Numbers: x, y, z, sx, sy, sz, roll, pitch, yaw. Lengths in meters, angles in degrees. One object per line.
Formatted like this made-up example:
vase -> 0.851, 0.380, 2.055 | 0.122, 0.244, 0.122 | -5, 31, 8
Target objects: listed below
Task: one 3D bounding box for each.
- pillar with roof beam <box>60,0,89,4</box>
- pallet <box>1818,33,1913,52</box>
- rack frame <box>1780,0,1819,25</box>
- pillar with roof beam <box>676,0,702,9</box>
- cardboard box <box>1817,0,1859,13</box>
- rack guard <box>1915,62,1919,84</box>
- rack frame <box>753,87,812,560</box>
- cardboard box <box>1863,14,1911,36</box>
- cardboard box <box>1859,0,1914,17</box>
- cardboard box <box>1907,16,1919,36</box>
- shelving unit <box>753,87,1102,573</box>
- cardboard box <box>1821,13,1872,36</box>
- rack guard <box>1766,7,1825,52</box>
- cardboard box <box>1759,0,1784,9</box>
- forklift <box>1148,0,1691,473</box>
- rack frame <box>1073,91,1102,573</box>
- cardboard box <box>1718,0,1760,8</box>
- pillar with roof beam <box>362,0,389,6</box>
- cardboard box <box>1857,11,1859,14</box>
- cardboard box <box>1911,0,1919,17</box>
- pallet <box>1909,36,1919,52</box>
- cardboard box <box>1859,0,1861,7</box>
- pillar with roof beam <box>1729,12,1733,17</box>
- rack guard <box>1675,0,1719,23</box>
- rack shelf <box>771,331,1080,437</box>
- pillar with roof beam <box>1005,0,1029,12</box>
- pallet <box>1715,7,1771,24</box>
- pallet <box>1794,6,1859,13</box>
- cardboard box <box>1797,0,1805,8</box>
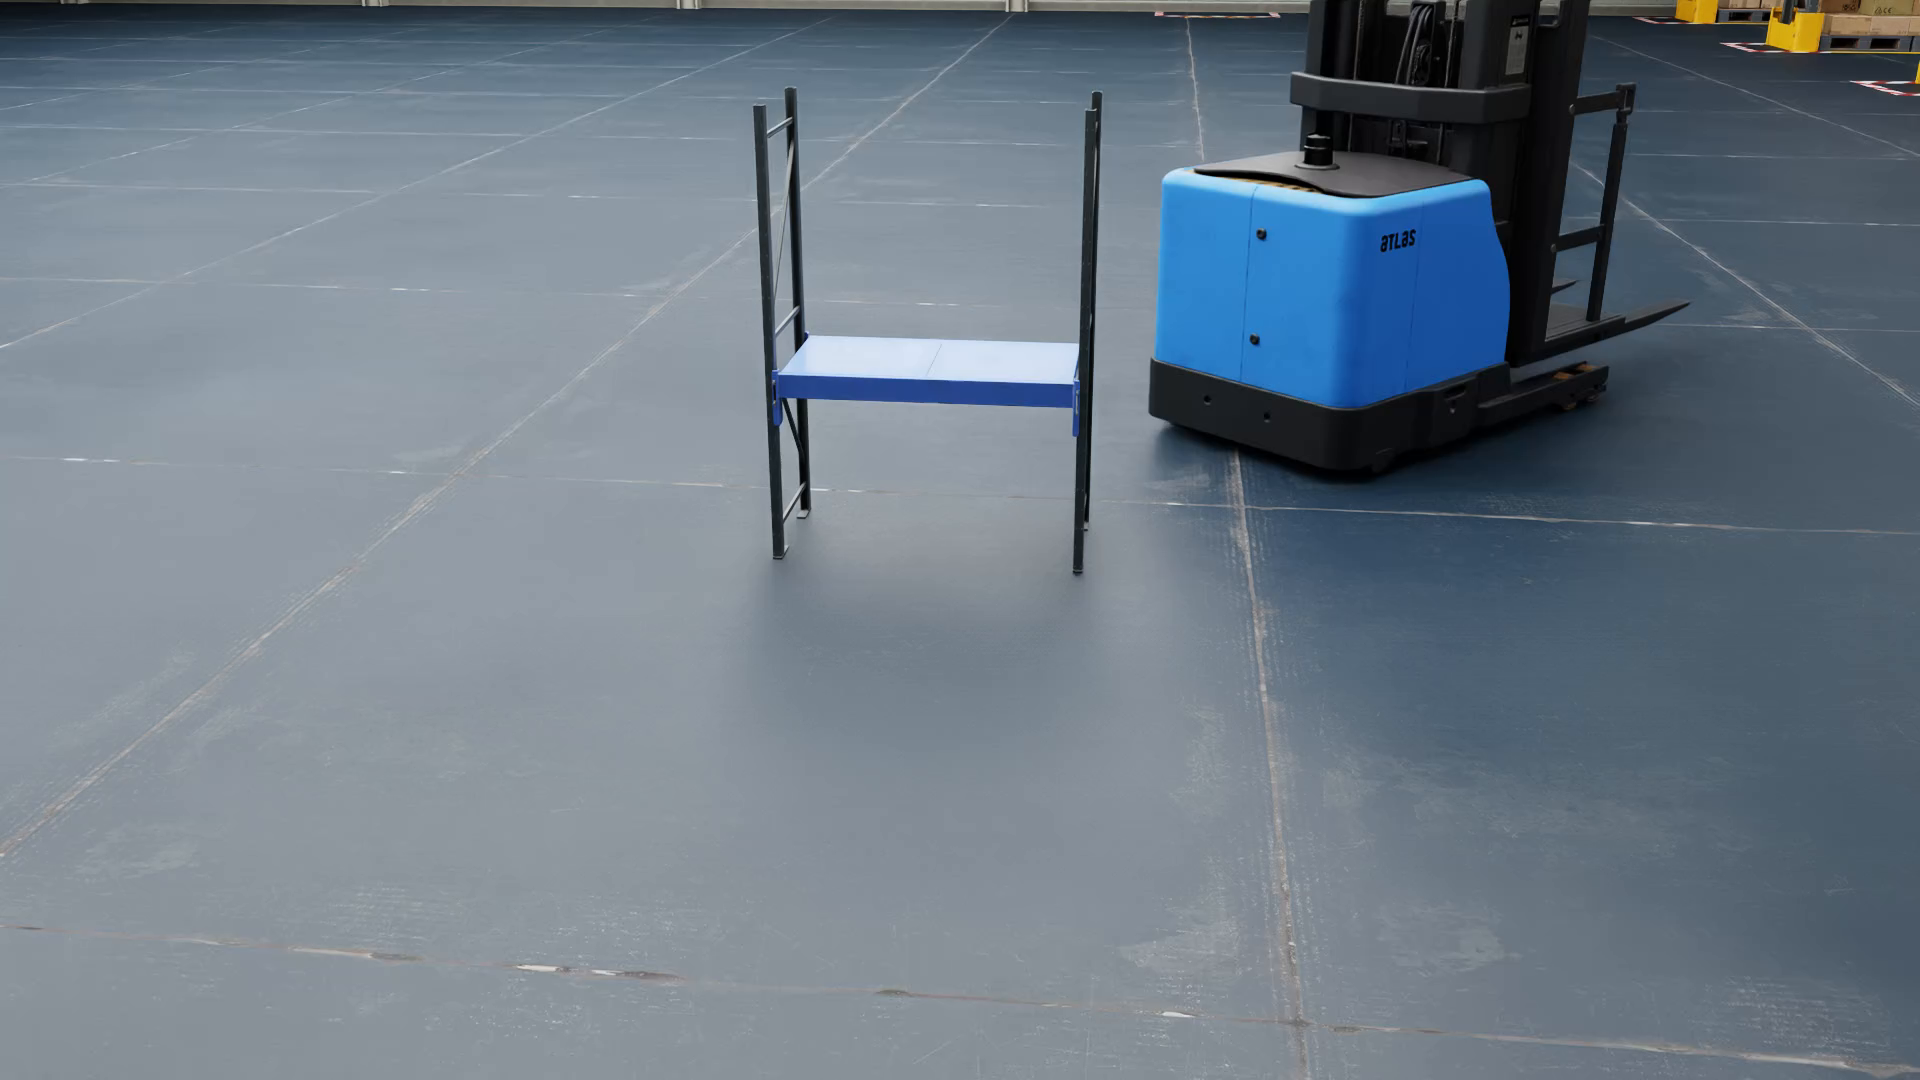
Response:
pillar with roof beam -> -17.358, -12.839, 26.041 | 0.400, 9.000, 9.100 | 2, 22, 6
pallet -> 12.329, -6.914, 23.006 | 1.213, 0.211, 1.003 | 2, 22, 6
rack frame -> 11.564, -8.229, 22.539 | 0.127, 3.000, 1.000 | 2, 22, 6
pillar with roof beam -> -5.441, -12.320, 24.727 | 0.400, 9.000, 9.100 | 2, 22, 6
cardboard box -> 12.132, -7.580, 23.045 | 0.500, 0.500, 0.500 | 2, 22, 6
rack guard -> 11.059, -5.272, 18.459 | 0.348, 0.500, 1.175 | 2, 22, 6
rack frame -> -0.590, -0.723, 5.593 | 0.032, 1.500, 0.500 | 2, 22, 6
cardboard box -> 12.568, -7.021, 22.652 | 0.500, 0.250, 0.500 | 2, 22, 6
cardboard box -> 12.567, -7.369, 22.512 | 0.500, 0.500, 0.500 | 2, 22, 6
cardboard box -> 13.064, -6.999, 22.596 | 0.500, 0.250, 0.500 | 2, 22, 6
shelving unit -> -0.085, -0.701, 5.538 | 1.048, 1.500, 0.538 | 2, 22, 6
cardboard box -> 12.071, -7.041, 22.703 | 0.500, 0.250, 0.500 | 2, 22, 6
rack guard -> 11.541, -7.068, 23.001 | 0.348, 0.500, 1.175 | 2, 22, 6
cardboard box -> 13.386, -8.904, 27.306 | 0.500, 0.311, 0.500 | 4, 22, 11
forklift -> 2.229, -2.053, 7.011 | 3.031, 2.935, 1.130 | -18, 28, -38
rack frame -> 0.420, -0.679, 5.482 | 0.032, 1.500, 0.500 | 2, 22, 6
cardboard box -> 12.820, -8.929, 27.368 | 0.500, 0.311, 0.500 | 0, 22, 0
pillar with roof beam -> -11.399, -12.580, 25.384 | 0.400, 9.000, 9.100 | 2, 22, 6
cardboard box -> 12.630, -7.213, 23.138 | 0.500, 0.250, 0.500 | 2, 22, 6
cardboard box -> 13.066, -7.352, 22.469 | 0.500, 0.500, 0.500 | 2, 22, 6
pallet -> 13.537, -6.861, 22.870 | 1.213, 0.211, 1.003 | 2, 22, 6
cardboard box -> 15.080, -8.937, 27.131 | 0.500, 0.500, 0.500 | 1, 22, 2
pillar with roof beam -> 12.434, -11.541, 22.757 | 0.400, 9.000, 9.100 | 2, 22, 6
rack guard -> 12.219, -8.872, 27.565 | 0.348, 0.500, 1.175 | 2, 22, 6
rack shelf -> -0.085, -0.534, 5.604 | 1.000, 0.185, 0.538 | 2, 22, 6
pillar with roof beam -> 0.517, -12.061, 24.071 | 0.400, 9.000, 9.100 | 2, 22, 6
pallet -> 13.022, -8.690, 27.497 | 1.213, 0.211, 1.003 | 2, 22, 6
pallet -> 14.230, -8.636, 27.361 | 1.213, 0.211, 1.003 | 2, 22, 6
cardboard box -> 14.109, -8.942, 27.145 | 0.500, 0.500, 0.700 | 1, 22, 3
